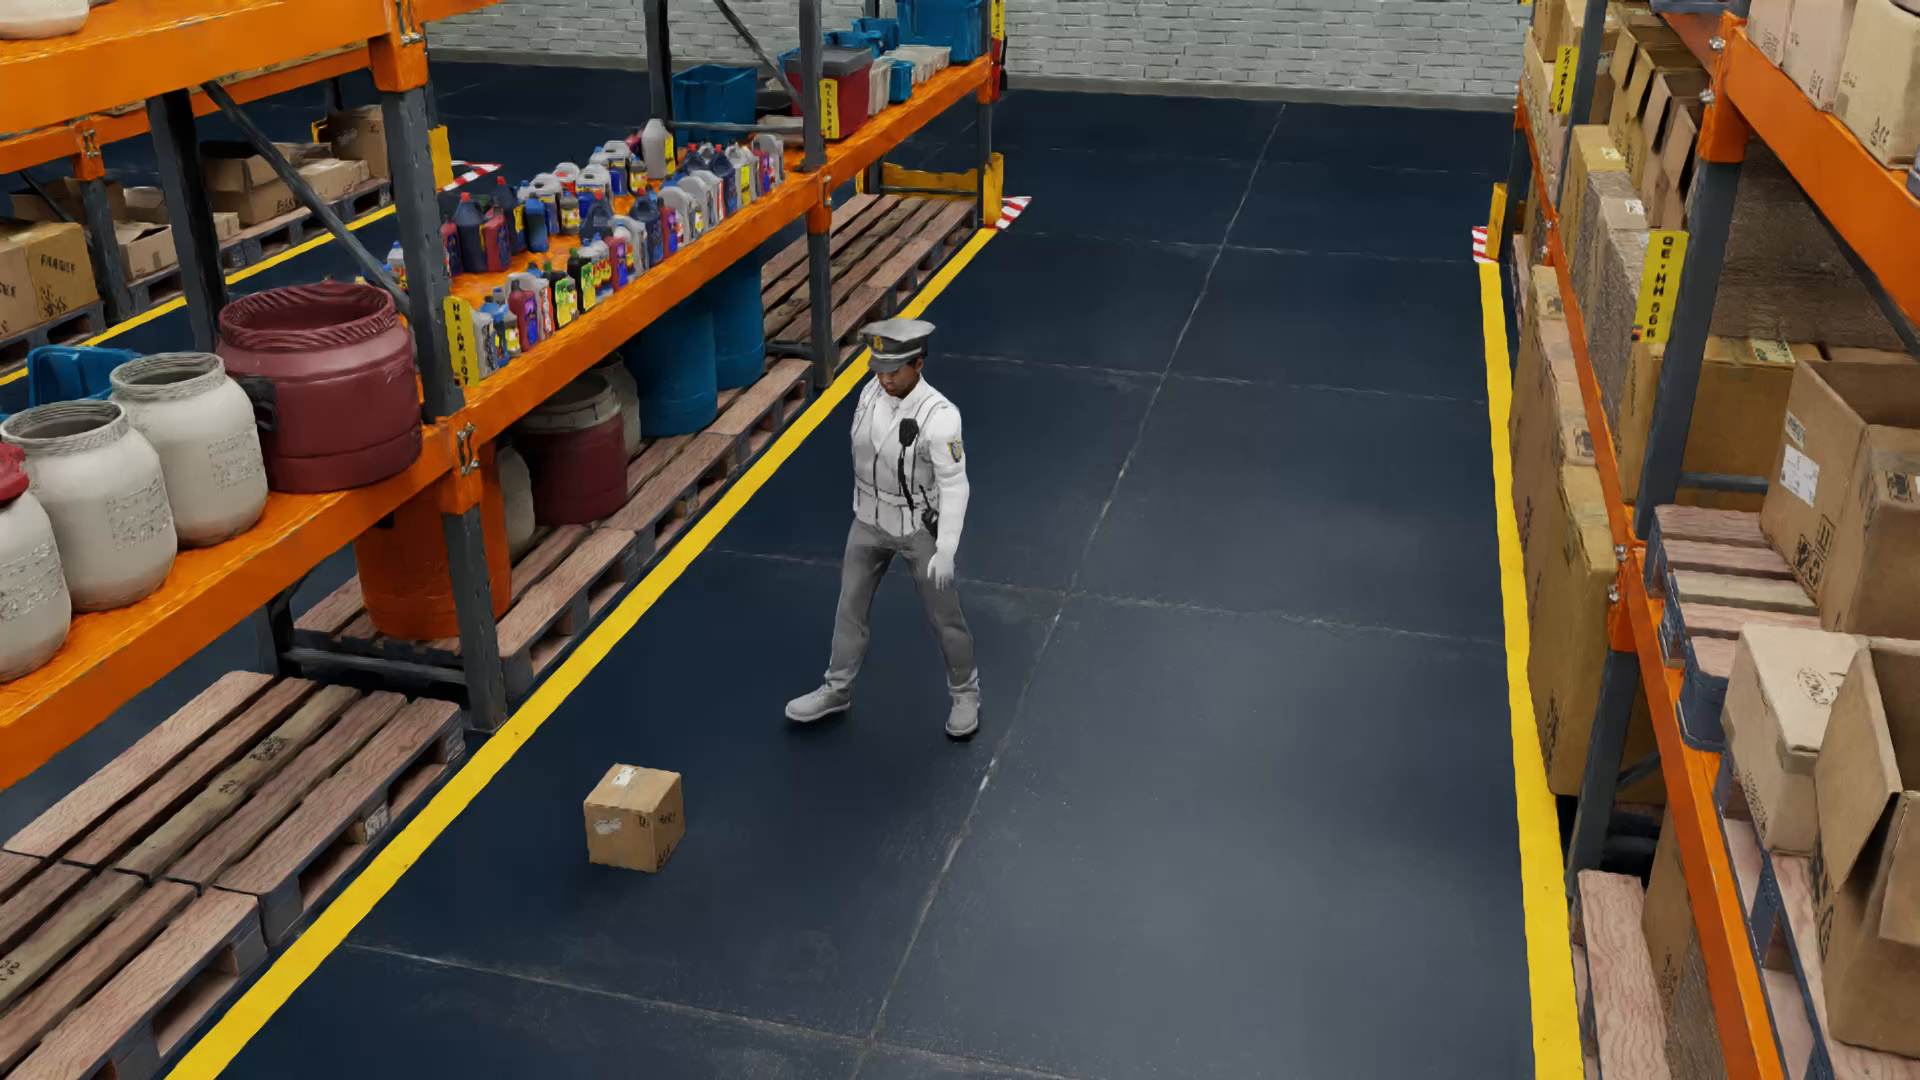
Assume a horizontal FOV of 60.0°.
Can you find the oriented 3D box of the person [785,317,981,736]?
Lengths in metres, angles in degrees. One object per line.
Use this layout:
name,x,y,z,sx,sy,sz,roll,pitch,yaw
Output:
person,-0.260,-0.039,6.157,0.649,1.647,0.622,19,32,35
